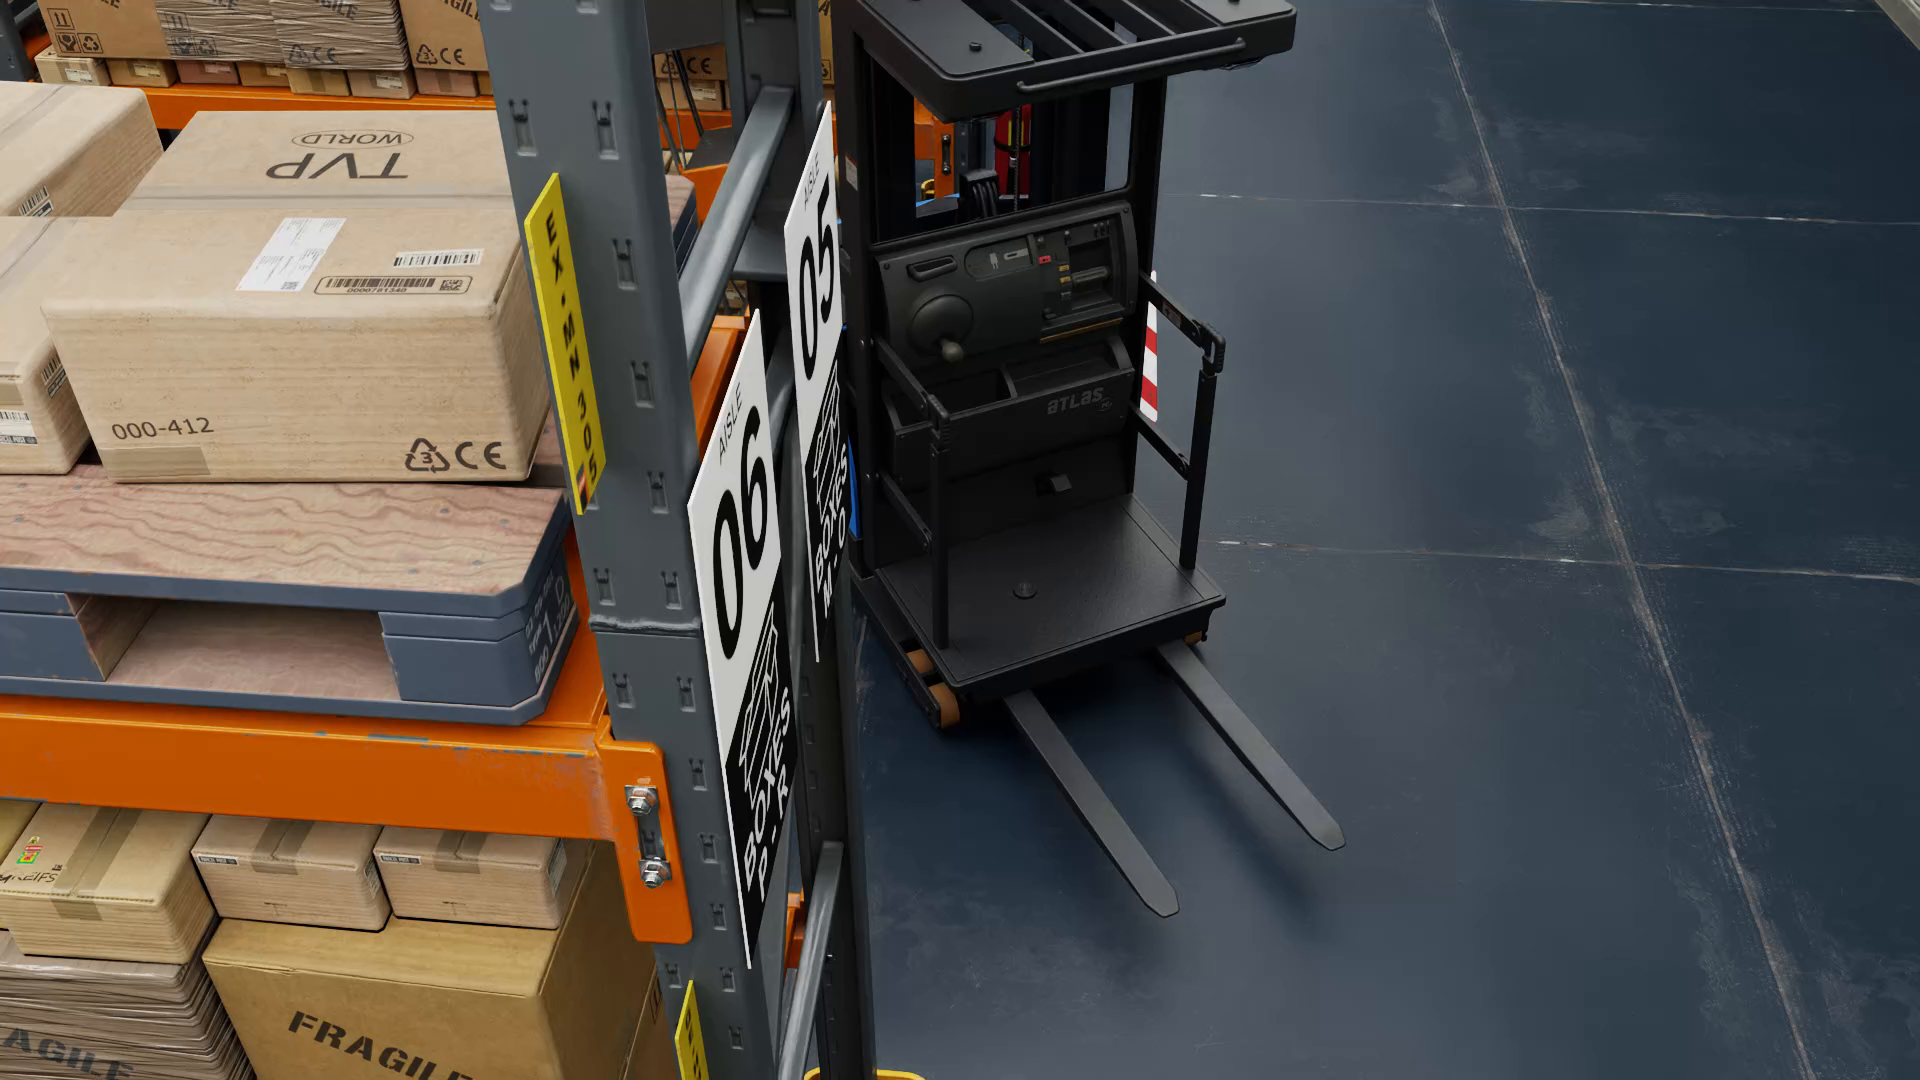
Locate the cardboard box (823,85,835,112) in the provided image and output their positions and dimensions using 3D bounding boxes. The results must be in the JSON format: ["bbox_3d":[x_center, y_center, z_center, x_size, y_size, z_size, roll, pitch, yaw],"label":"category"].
[{"bbox_3d":[-0.578,-1.943,6.960,0.250,0.149,0.380,3,39,4],"label":"cardboard box"}]

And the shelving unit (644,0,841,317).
[{"bbox_3d":[-0.801,-1.428,6.765,0.503,2.100,0.431,-6,37,12],"label":"shelving unit"}]

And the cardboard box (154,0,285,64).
[{"bbox_3d":[-3.004,-2.328,6.919,0.500,0.500,0.500,3,39,4],"label":"cardboard box"}]

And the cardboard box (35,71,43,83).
[{"bbox_3d":[-4.682,-2.072,7.973,0.500,0.250,0.500,2,39,2],"label":"cardboard box"}]

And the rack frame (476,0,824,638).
[{"bbox_3d":[-0.310,-1.371,1.306,0.127,3.000,1.000,3,39,4],"label":"rack frame"}]

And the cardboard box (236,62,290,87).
[{"bbox_3d":[-2.911,-2.095,7.147,0.250,0.149,0.380,2,39,2],"label":"cardboard box"}]

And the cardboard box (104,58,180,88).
[{"bbox_3d":[-3.451,-2.095,7.147,0.250,0.149,0.380,4,39,5],"label":"cardboard box"}]

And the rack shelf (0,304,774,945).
[{"bbox_3d":[-2.303,-0.038,2.614,4.000,0.370,1.077,3,39,4],"label":"rack shelf"}]

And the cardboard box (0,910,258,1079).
[{"bbox_3d":[-1.334,0.642,2.714,0.500,0.500,0.500,3,39,4],"label":"cardboard box"}]

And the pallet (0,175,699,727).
[{"bbox_3d":[-1.050,-0.208,2.323,1.213,0.211,1.003,3,39,4],"label":"pallet"}]

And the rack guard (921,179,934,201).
[{"bbox_3d":[-0.060,-1.198,7.826,0.348,0.500,1.175,3,39,4],"label":"rack guard"}]

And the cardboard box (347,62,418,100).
[{"bbox_3d":[-2.399,-2.021,7.056,0.250,0.149,0.380,5,39,6],"label":"cardboard box"}]

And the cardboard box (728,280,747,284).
[{"bbox_3d":[-1.048,-1.305,7.431,0.250,0.149,0.380,2,39,3],"label":"cardboard box"}]

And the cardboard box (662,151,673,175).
[{"bbox_3d":[-1.531,-1.710,7.929,0.250,0.149,0.380,5,39,6],"label":"cardboard box"}]

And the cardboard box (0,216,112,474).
[{"bbox_3d":[-1.191,-0.253,2.095,0.250,0.149,0.380,0,39,0],"label":"cardboard box"}]

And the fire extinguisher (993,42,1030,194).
[{"bbox_3d":[0.227,-1.685,6.800,0.183,0.674,0.296,3,39,4],"label":"fire extinguisher"}]

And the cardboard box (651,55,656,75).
[{"bbox_3d":[-1.472,-2.233,6.802,0.500,0.500,0.500,3,39,4],"label":"cardboard box"}]

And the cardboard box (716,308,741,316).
[{"bbox_3d":[-1.047,-1.137,7.696,0.250,0.149,0.380,3,39,4],"label":"cardboard box"}]

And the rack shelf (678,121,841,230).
[{"bbox_3d":[-0.798,-1.418,6.773,0.480,0.518,0.431,-6,37,12],"label":"rack shelf"}]

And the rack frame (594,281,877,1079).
[{"bbox_3d":[-0.310,0.955,3.200,0.127,3.000,1.000,3,39,4],"label":"rack frame"}]

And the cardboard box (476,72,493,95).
[{"bbox_3d":[-1.875,-2.036,7.074,0.250,0.149,0.380,4,39,5],"label":"cardboard box"}]

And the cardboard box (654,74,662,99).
[{"bbox_3d":[-1.345,-1.979,7.005,0.250,0.149,0.380,2,39,2],"label":"cardboard box"}]

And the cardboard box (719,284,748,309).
[{"bbox_3d":[-1.052,-1.212,7.553,0.250,0.149,0.380,2,39,2],"label":"cardboard box"}]

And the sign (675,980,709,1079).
[{"bbox_3d":[-0.371,0.755,2.342,0.005,0.325,0.100,3,39,4],"label":"sign"}]

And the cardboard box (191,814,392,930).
[{"bbox_3d":[-0.940,0.385,2.516,0.250,0.149,0.380,4,39,5],"label":"cardboard box"}]

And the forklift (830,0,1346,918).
[{"bbox_3d":[0.266,-0.781,5.388,1.130,2.935,3.031,-17,42,-19],"label":"forklift"}]

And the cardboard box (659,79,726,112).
[{"bbox_3d":[-1.085,-1.947,6.964,0.250,0.149,0.380,4,39,5],"label":"cardboard box"}]

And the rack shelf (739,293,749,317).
[{"bbox_3d":[-0.652,-0.871,7.185,0.480,0.518,0.431,-6,37,12],"label":"rack shelf"}]

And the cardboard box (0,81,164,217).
[{"bbox_3d":[-1.375,-0.516,2.419,0.250,0.149,0.380,4,39,5],"label":"cardboard box"}]

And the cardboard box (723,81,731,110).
[{"bbox_3d":[-0.829,-1.947,6.965,0.250,0.149,0.380,3,39,3],"label":"cardboard box"}]

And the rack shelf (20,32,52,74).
[{"bbox_3d":[-5.962,-2.211,7.660,4.000,0.370,1.077,3,39,4],"label":"rack shelf"}]

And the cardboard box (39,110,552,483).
[{"bbox_3d":[-0.766,-0.319,2.097,0.500,0.250,0.500,0,39,0],"label":"cardboard box"}]

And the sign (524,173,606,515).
[{"bbox_3d":[-0.371,-0.180,1.580,0.005,0.325,0.100,3,39,4],"label":"sign"}]

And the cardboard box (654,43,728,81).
[{"bbox_3d":[-0.967,-2.211,6.776,0.500,0.500,0.500,3,39,3],"label":"cardboard box"}]

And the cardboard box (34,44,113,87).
[{"bbox_3d":[-3.715,-2.063,7.107,0.250,0.149,0.380,4,39,5],"label":"cardboard box"}]

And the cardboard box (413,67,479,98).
[{"bbox_3d":[-2.128,-2.036,7.074,0.250,0.149,0.380,5,39,6],"label":"cardboard box"}]

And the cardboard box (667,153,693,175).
[{"bbox_3d":[-1.256,-1.689,7.903,0.250,0.149,0.380,1,39,2],"label":"cardboard box"}]

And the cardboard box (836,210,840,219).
[{"bbox_3d":[-0.533,-1.321,7.451,0.250,0.149,0.380,4,39,4],"label":"cardboard box"}]

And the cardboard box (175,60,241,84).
[{"bbox_3d":[-3.181,-2.114,7.170,0.250,0.149,0.380,2,39,2],"label":"cardboard box"}]

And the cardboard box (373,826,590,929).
[{"bbox_3d":[-0.685,0.384,2.518,0.250,0.149,0.380,4,39,4],"label":"cardboard box"}]

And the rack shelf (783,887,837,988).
[{"bbox_3d":[-2.303,1.125,3.561,4.000,0.370,1.077,3,39,4],"label":"rack shelf"}]

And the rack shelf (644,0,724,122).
[{"bbox_3d":[-0.945,-1.965,6.362,0.480,0.518,0.431,-6,37,12],"label":"rack shelf"}]

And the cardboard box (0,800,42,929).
[{"bbox_3d":[-1.452,0.384,2.517,0.250,0.149,0.380,4,39,5],"label":"cardboard box"}]

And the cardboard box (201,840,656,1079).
[{"bbox_3d":[-0.811,0.652,2.701,0.500,0.500,0.500,4,39,5],"label":"cardboard box"}]

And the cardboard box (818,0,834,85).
[{"bbox_3d":[-0.454,-2.180,6.737,0.500,0.500,0.500,4,39,5],"label":"cardboard box"}]

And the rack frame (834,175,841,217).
[{"bbox_3d":[-0.564,-1.455,6.716,0.015,2.100,0.400,-6,37,12],"label":"rack frame"}]

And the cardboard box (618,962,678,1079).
[{"bbox_3d":[-0.814,1.057,2.996,0.500,0.500,0.500,3,39,4],"label":"cardboard box"}]

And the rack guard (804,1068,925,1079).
[{"bbox_3d":[-0.286,1.926,3.988,0.348,0.500,1.175,3,39,4],"label":"rack guard"}]

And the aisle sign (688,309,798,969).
[{"bbox_3d":[-0.265,0.146,2.135,0.004,0.787,0.394,3,39,4],"label":"aisle sign"}]

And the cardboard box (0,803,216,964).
[{"bbox_3d":[-1.205,0.424,2.468,0.250,0.149,0.380,3,39,3],"label":"cardboard box"}]

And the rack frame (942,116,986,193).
[{"bbox_3d":[0.016,-2.163,7.032,0.127,3.000,1.000,3,39,4],"label":"rack frame"}]

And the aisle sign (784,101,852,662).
[{"bbox_3d":[-0.214,-0.231,2.599,0.004,0.787,0.394,3,39,4],"label":"aisle sign"}]

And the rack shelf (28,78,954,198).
[{"bbox_3d":[-1.977,-1.993,7.393,4.000,0.370,1.077,3,39,4],"label":"rack shelf"}]

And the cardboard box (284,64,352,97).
[{"bbox_3d":[-2.665,-2.040,7.080,0.250,0.149,0.380,4,39,5],"label":"cardboard box"}]

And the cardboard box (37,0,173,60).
[{"bbox_3d":[-3.497,-2.350,6.946,0.500,0.500,0.500,2,39,3],"label":"cardboard box"}]

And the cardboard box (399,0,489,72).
[{"bbox_3d":[-1.968,-2.267,6.844,0.500,0.500,0.500,5,39,6],"label":"cardboard box"}]

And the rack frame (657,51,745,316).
[{"bbox_3d":[-1.039,-1.402,6.815,0.015,2.100,0.400,-6,37,12],"label":"rack frame"}]

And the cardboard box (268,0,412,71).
[{"bbox_3d":[-2.505,-2.277,6.857,0.500,0.500,0.500,2,39,3],"label":"cardboard box"}]

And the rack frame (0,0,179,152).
[{"bbox_3d":[-3.969,-2.381,7.299,0.127,3.000,1.000,3,39,4],"label":"rack frame"}]

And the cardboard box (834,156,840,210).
[{"bbox_3d":[-0.477,-1.694,7.909,0.250,0.149,0.380,1,39,2],"label":"cardboard box"}]
